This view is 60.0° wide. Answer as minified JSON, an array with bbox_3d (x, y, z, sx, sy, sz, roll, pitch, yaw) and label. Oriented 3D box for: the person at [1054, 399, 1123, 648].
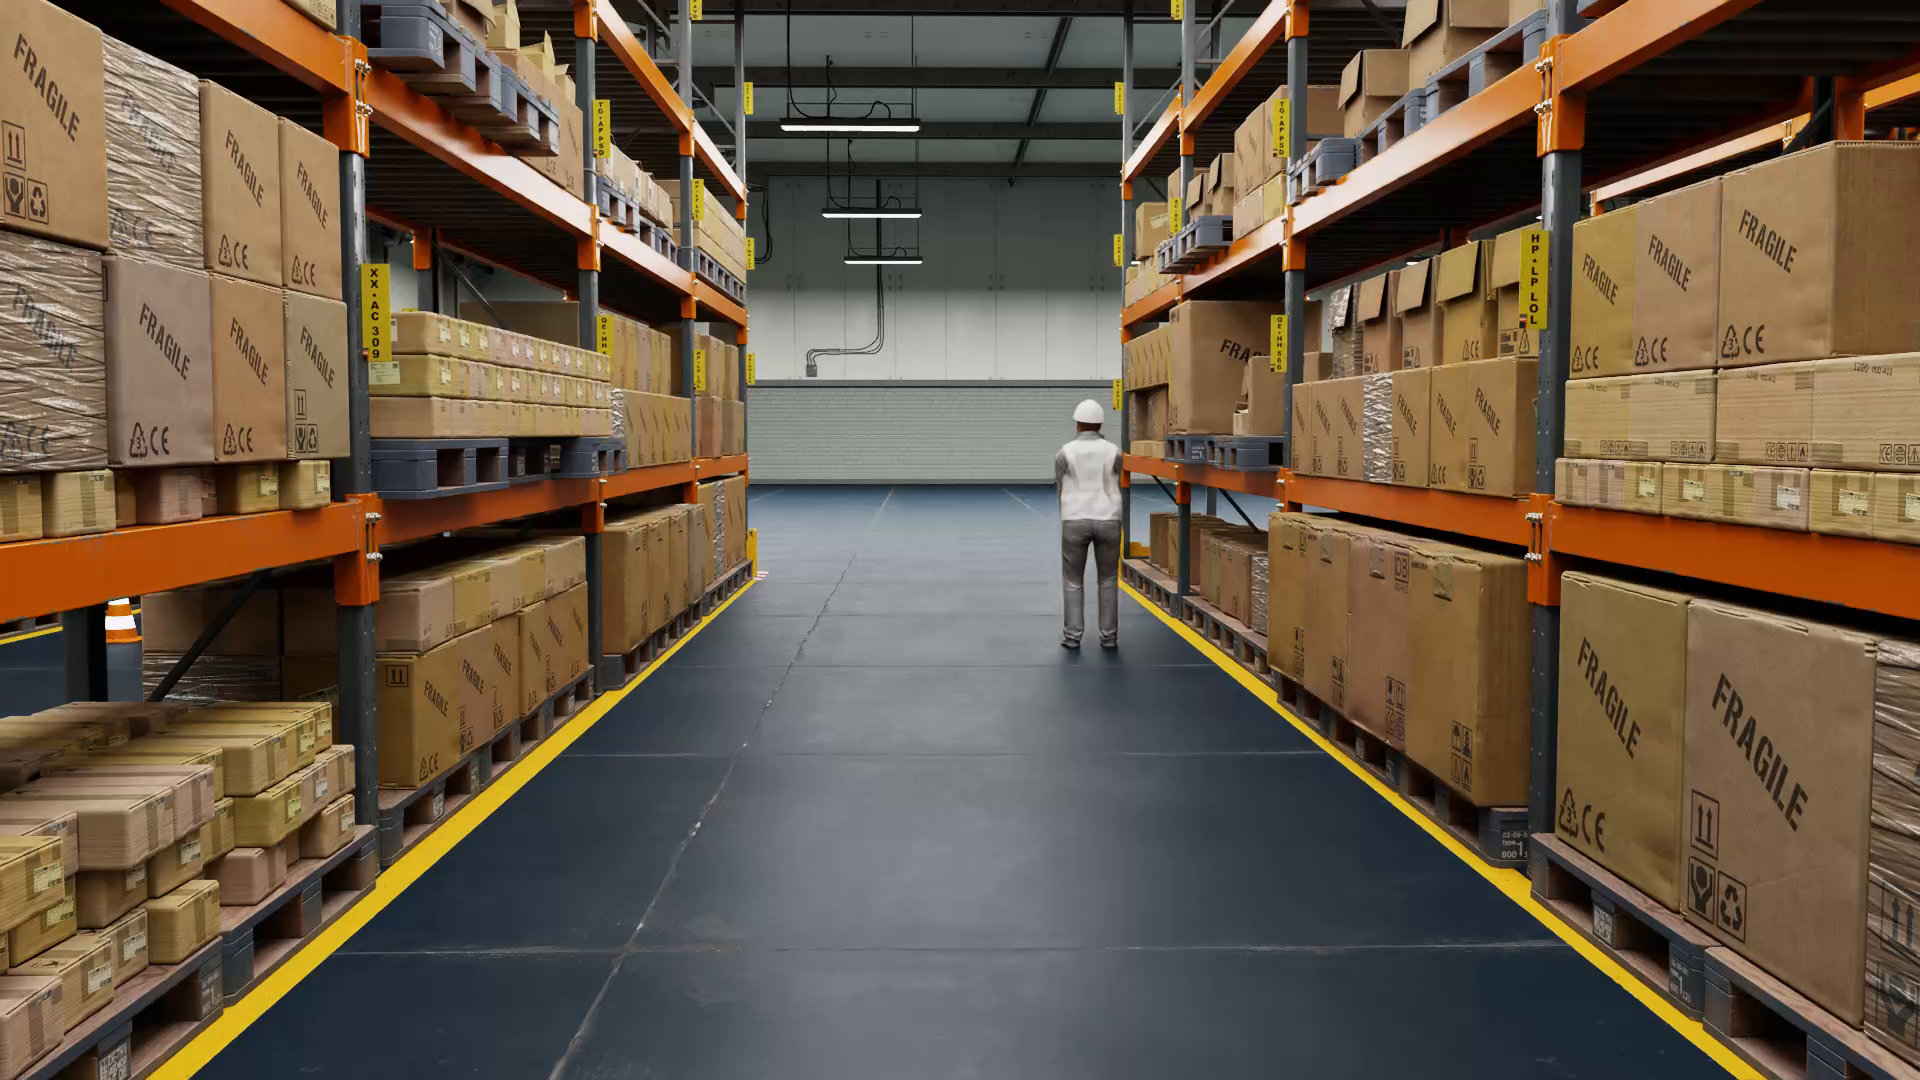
[{"bbox_3d":[0.917,-0.123,11.965,0.494,1.772,0.563,0,4,-2],"label":"person"}]
